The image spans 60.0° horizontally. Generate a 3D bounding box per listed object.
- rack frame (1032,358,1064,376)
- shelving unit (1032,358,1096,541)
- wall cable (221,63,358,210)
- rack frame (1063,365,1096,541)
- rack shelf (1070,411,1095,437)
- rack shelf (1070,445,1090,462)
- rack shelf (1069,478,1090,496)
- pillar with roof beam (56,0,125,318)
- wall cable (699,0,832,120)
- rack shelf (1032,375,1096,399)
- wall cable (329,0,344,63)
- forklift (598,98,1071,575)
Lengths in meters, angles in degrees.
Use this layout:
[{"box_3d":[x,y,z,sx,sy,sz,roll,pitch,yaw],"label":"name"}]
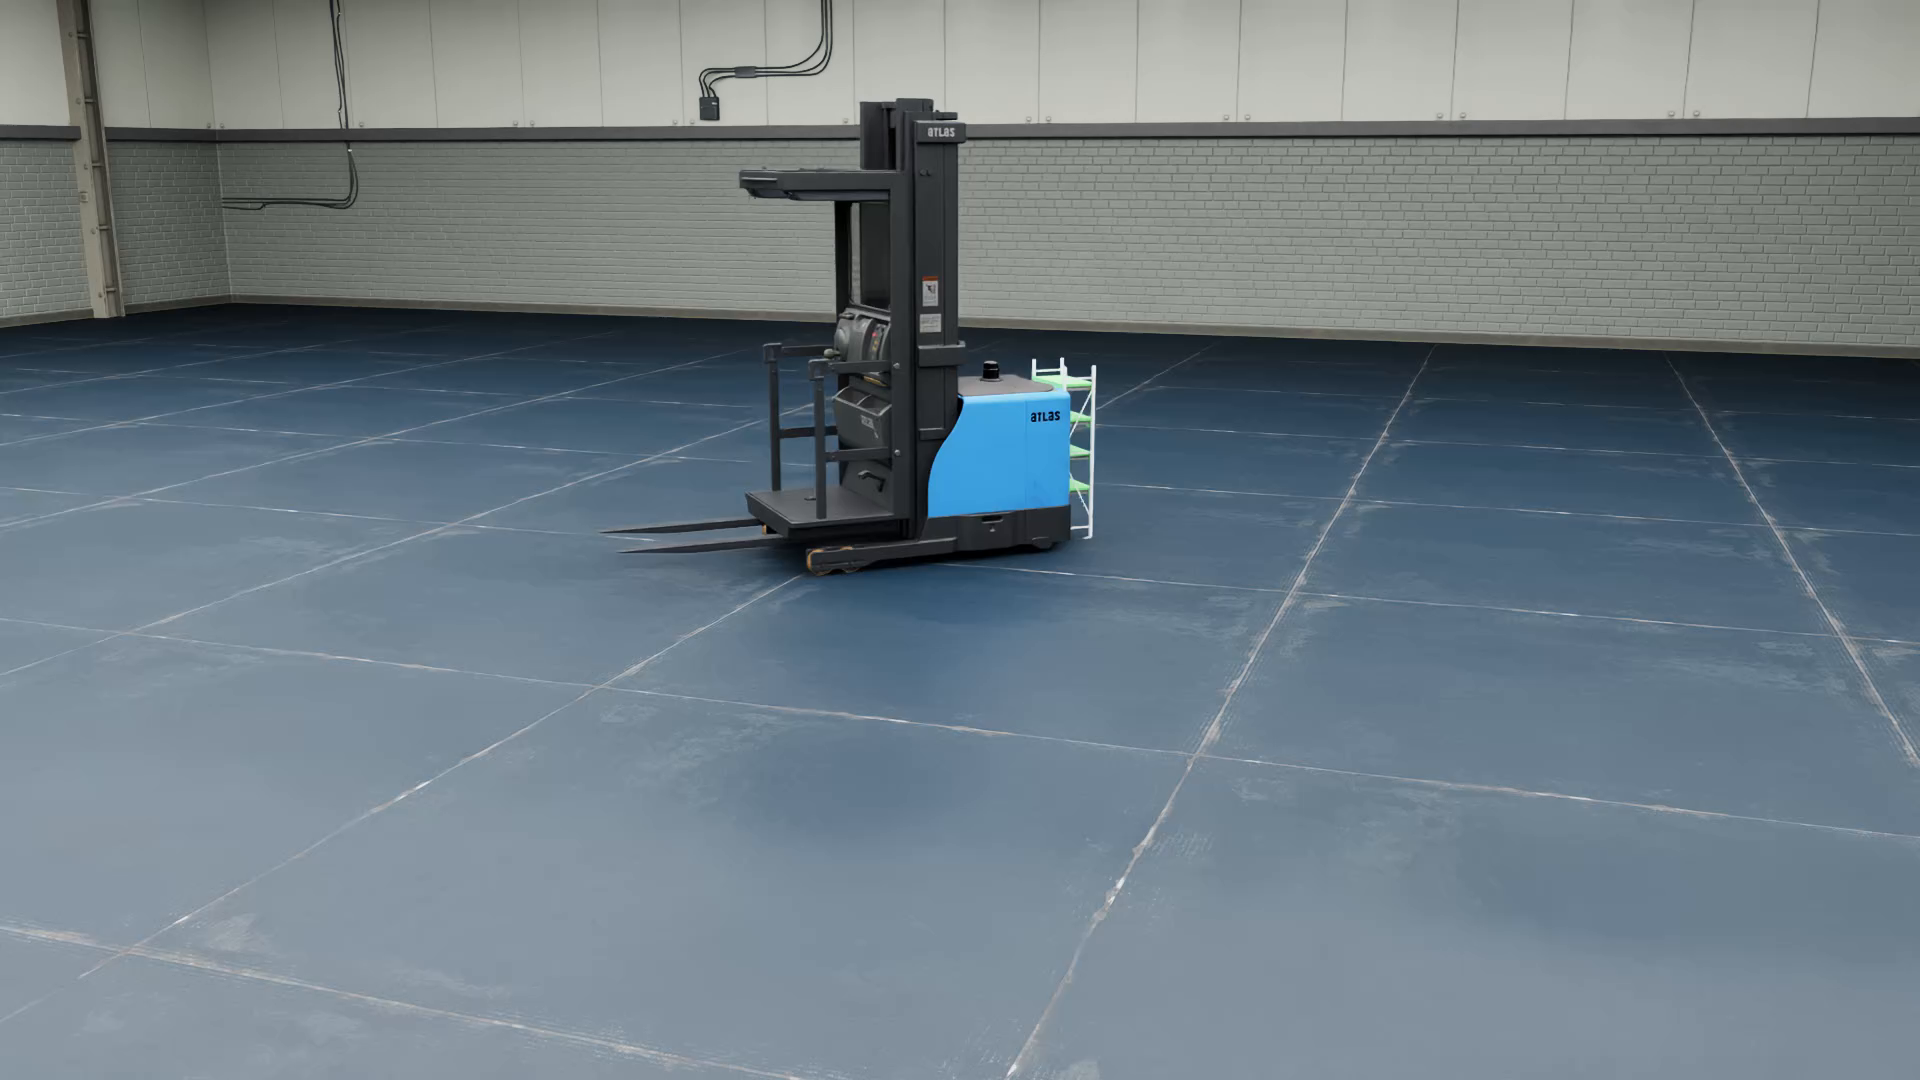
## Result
[{"box_3d":[0.617,-0.690,11.813,0.240,1.200,0.015,-5,14,-22],"label":"rack frame"},{"box_3d":[0.712,-0.640,11.594,0.258,1.200,0.503,-5,14,-22],"label":"shelving unit"},{"box_3d":[-12.069,-7.143,29.539,3.097,2.526,0.112,4,14,18],"label":"wall cable"},{"box_3d":[0.806,-0.590,11.374,0.240,1.200,0.015,-5,14,-22],"label":"rack frame"},{"box_3d":[0.712,-0.812,11.555,0.258,0.148,0.480,-5,14,-22],"label":"rack shelf"},{"box_3d":[0.711,-0.578,11.608,0.258,0.148,0.480,-5,14,-22],"label":"rack shelf"},{"box_3d":[0.710,-0.344,11.661,0.258,0.148,0.480,-5,14,-22],"label":"rack shelf"},{"box_3d":[-10.200,-7.822,25.535,9.100,9.000,0.400,4,14,18],"label":"pillar with roof beam"},{"box_3d":[-3.092,-9.628,25.806,2.305,6.003,0.169,4,14,18],"label":"wall cable"},{"box_3d":[0.713,-1.046,11.502,0.258,0.148,0.480,-5,14,-22],"label":"rack shelf"},{"box_3d":[-9.510,-9.411,28.124,3.097,2.526,0.112,4,14,18],"label":"wall cable"},{"box_3d":[-0.819,-1.338,10.763,3.031,2.935,1.130,-5,14,-22],"label":"forklift"}]
